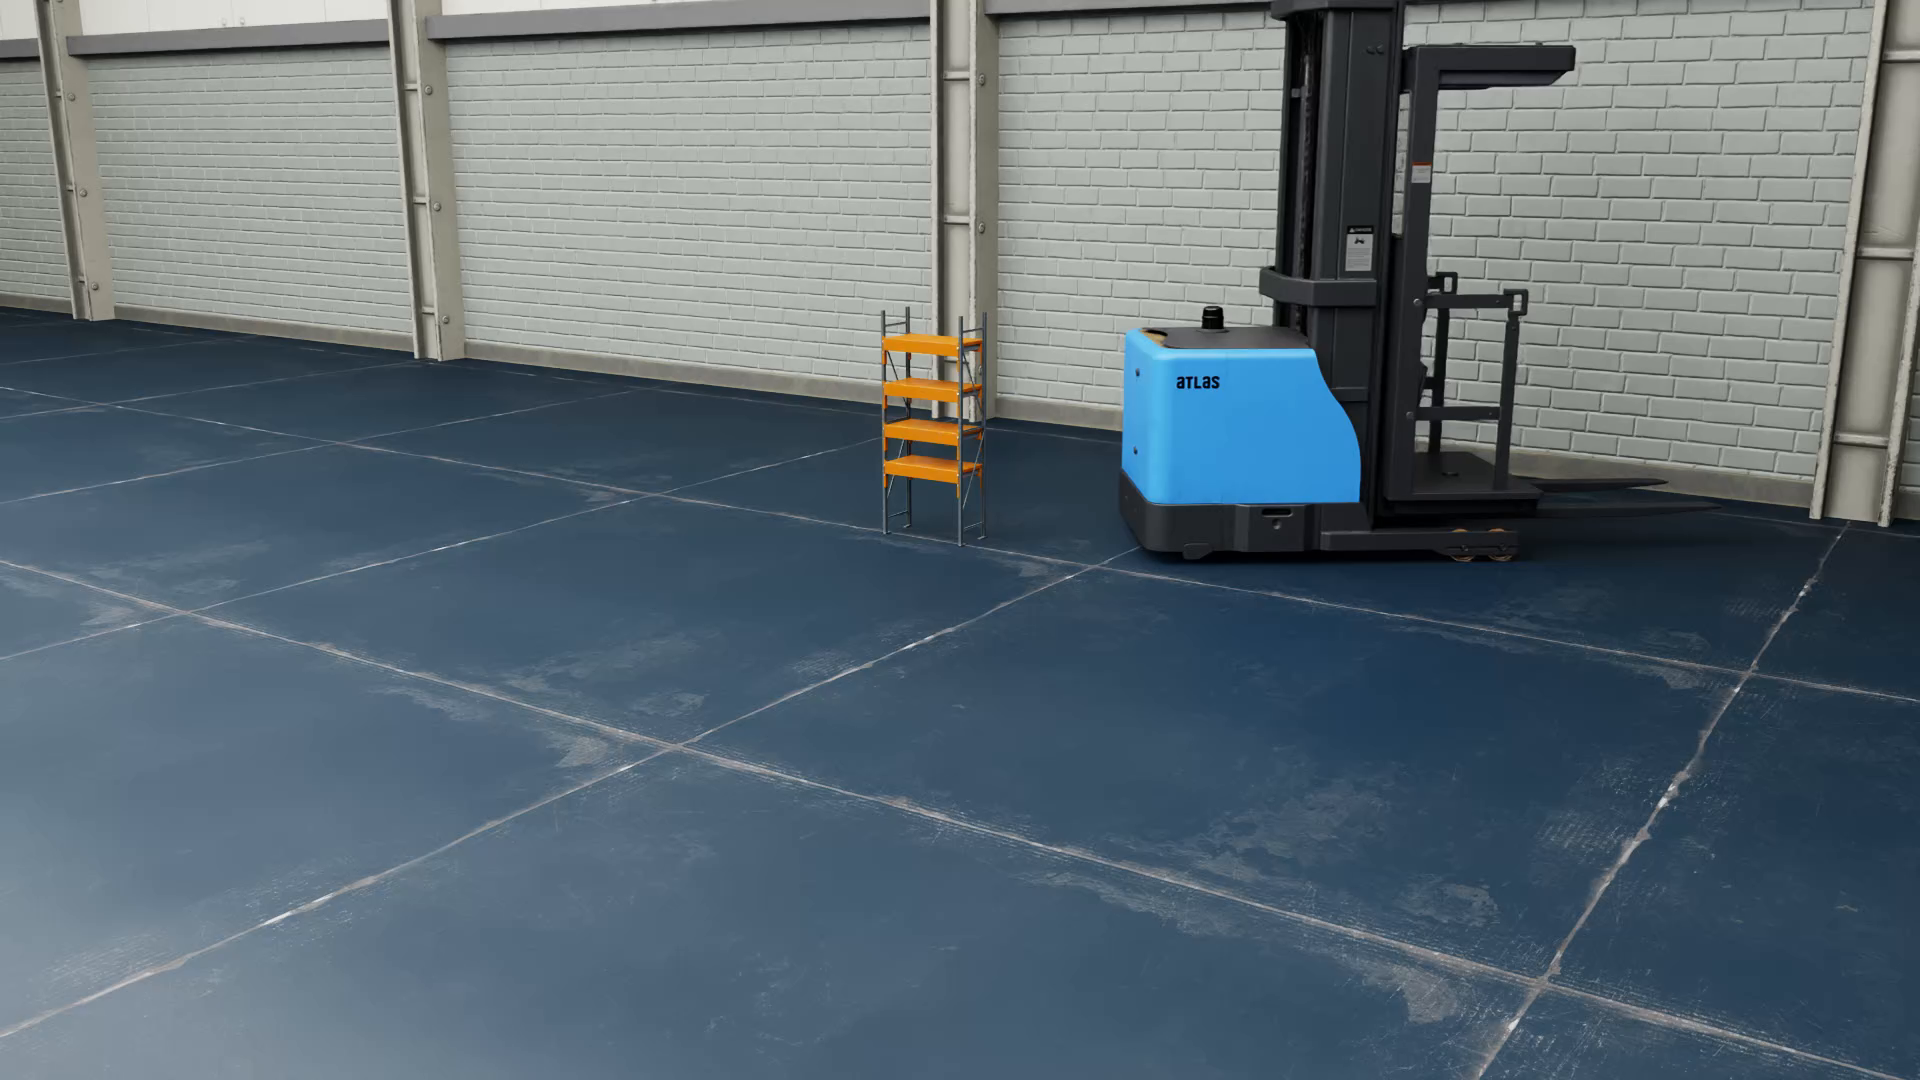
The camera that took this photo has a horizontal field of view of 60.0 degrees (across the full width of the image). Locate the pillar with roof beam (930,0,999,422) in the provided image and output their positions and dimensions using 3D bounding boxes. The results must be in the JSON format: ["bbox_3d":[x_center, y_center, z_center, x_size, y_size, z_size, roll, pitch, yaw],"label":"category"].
[{"bbox_3d":[-2.369,-4.443,8.042,0.400,9.000,9.100,9,17,33],"label":"pillar with roof beam"}]

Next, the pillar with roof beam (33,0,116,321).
[{"bbox_3d":[-12.326,-6.052,14.543,0.400,9.000,9.100,9,17,33],"label":"pillar with roof beam"}]

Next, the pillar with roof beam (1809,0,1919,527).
[{"bbox_3d":[2.609,-3.638,4.792,0.400,9.000,9.100,9,17,33],"label":"pillar with roof beam"}]

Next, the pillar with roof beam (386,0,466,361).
[{"bbox_3d":[-7.348,-5.247,11.293,0.400,9.000,9.100,9,17,33],"label":"pillar with roof beam"}]

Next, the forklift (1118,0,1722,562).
[{"bbox_3d":[2.413,-1.438,8.533,3.031,2.935,1.130,-1,14,-3],"label":"forklift"}]

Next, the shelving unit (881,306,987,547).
[{"bbox_3d":[-0.137,-0.605,8.769,0.503,1.200,0.258,9,17,33],"label":"shelving unit"}]

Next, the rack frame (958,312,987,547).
[{"bbox_3d":[0.065,-0.572,8.636,0.015,1.200,0.240,9,17,33],"label":"rack frame"}]

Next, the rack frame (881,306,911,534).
[{"bbox_3d":[-0.340,-0.637,8.901,0.015,1.200,0.240,9,17,33],"label":"rack frame"}]

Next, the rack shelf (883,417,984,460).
[{"bbox_3d":[-0.137,-0.539,8.785,0.480,0.148,0.258,9,17,33],"label":"rack shelf"}]

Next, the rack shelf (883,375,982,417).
[{"bbox_3d":[-0.137,-0.756,8.731,0.480,0.148,0.258,9,17,33],"label":"rack shelf"}]

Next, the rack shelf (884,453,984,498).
[{"bbox_3d":[-0.137,-0.347,8.833,0.480,0.148,0.258,9,17,33],"label":"rack shelf"}]

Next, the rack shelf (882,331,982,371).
[{"bbox_3d":[-0.137,-0.986,8.674,0.480,0.148,0.258,9,17,33],"label":"rack shelf"}]
